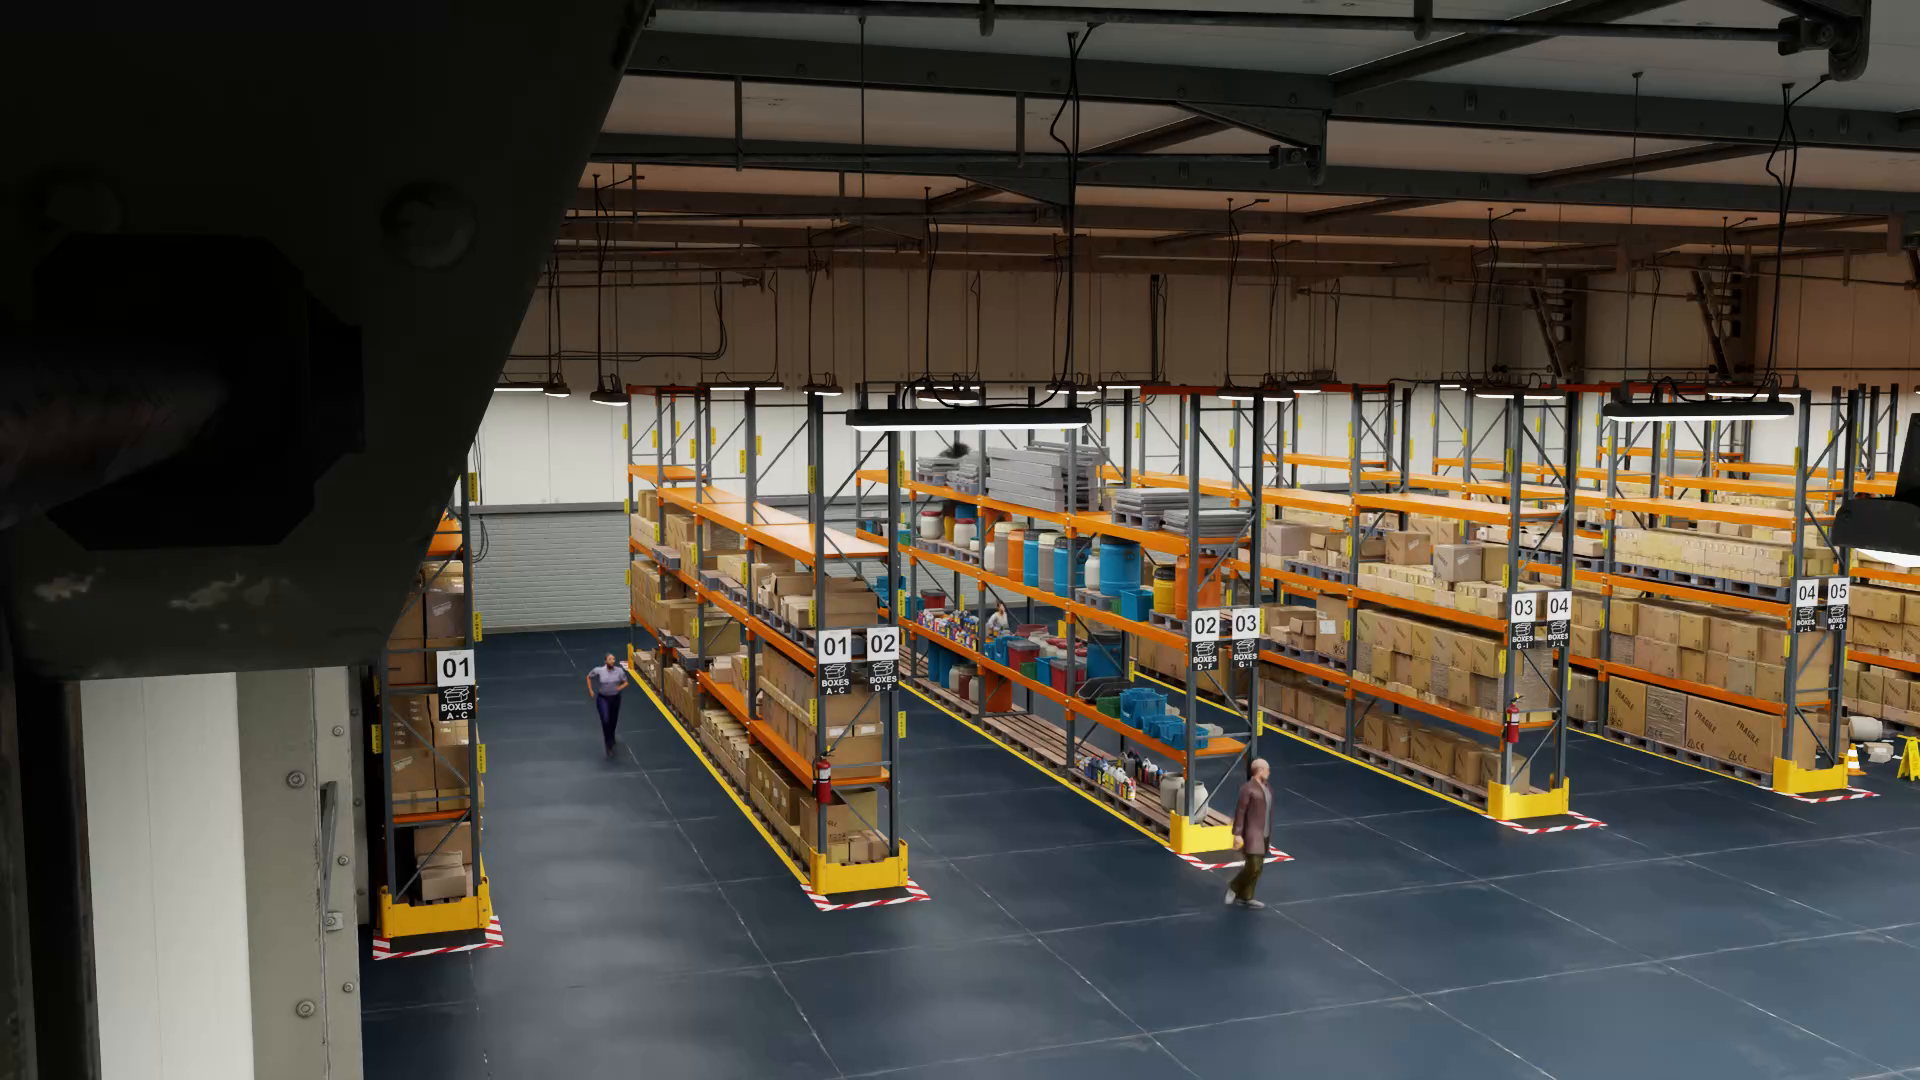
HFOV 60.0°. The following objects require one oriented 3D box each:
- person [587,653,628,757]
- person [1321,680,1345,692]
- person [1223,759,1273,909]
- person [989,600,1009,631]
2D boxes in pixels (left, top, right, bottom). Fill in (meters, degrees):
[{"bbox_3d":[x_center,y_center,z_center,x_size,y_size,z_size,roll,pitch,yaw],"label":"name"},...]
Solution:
[{"bbox_3d":[-5.821,2.684,27.485,0.643,1.690,0.909,-3,7,-25],"label":"person"},{"bbox_3d":[7.142,2.299,31.680,0.707,1.517,0.670,0,6,1],"label":"person"},{"bbox_3d":[3.415,3.435,19.434,0.529,1.765,0.674,5,8,40],"label":"person"},{"bbox_3d":[0.736,2.024,34.072,0.564,1.618,0.732,-5,8,-42],"label":"person"}]
